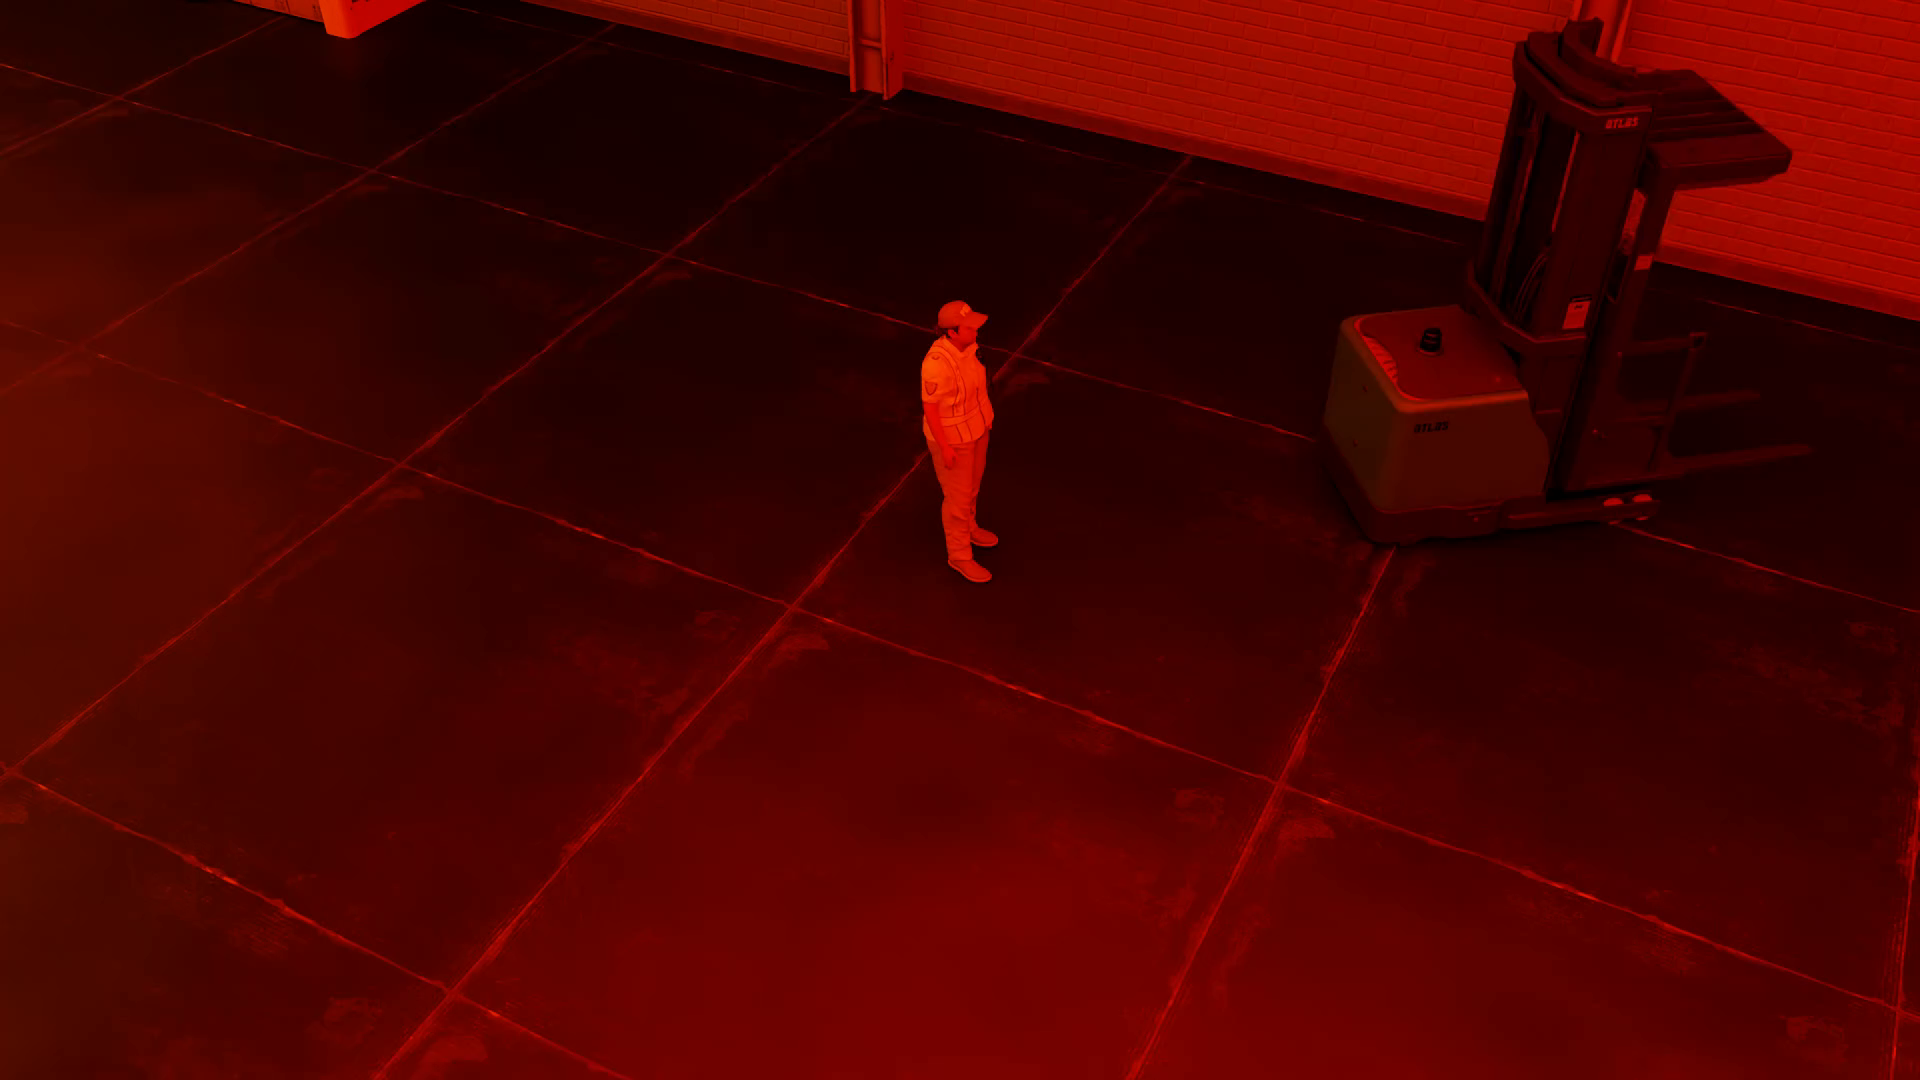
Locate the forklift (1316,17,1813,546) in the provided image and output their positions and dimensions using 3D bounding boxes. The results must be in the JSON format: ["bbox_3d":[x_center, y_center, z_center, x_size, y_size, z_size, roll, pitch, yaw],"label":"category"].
[{"bbox_3d":[3.890,-1.549,9.826,3.031,2.935,1.130,-7,41,-8],"label":"forklift"}]

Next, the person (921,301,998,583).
[{"bbox_3d":[0.057,-0.607,9.678,0.529,1.670,0.598,18,43,21],"label":"person"}]
